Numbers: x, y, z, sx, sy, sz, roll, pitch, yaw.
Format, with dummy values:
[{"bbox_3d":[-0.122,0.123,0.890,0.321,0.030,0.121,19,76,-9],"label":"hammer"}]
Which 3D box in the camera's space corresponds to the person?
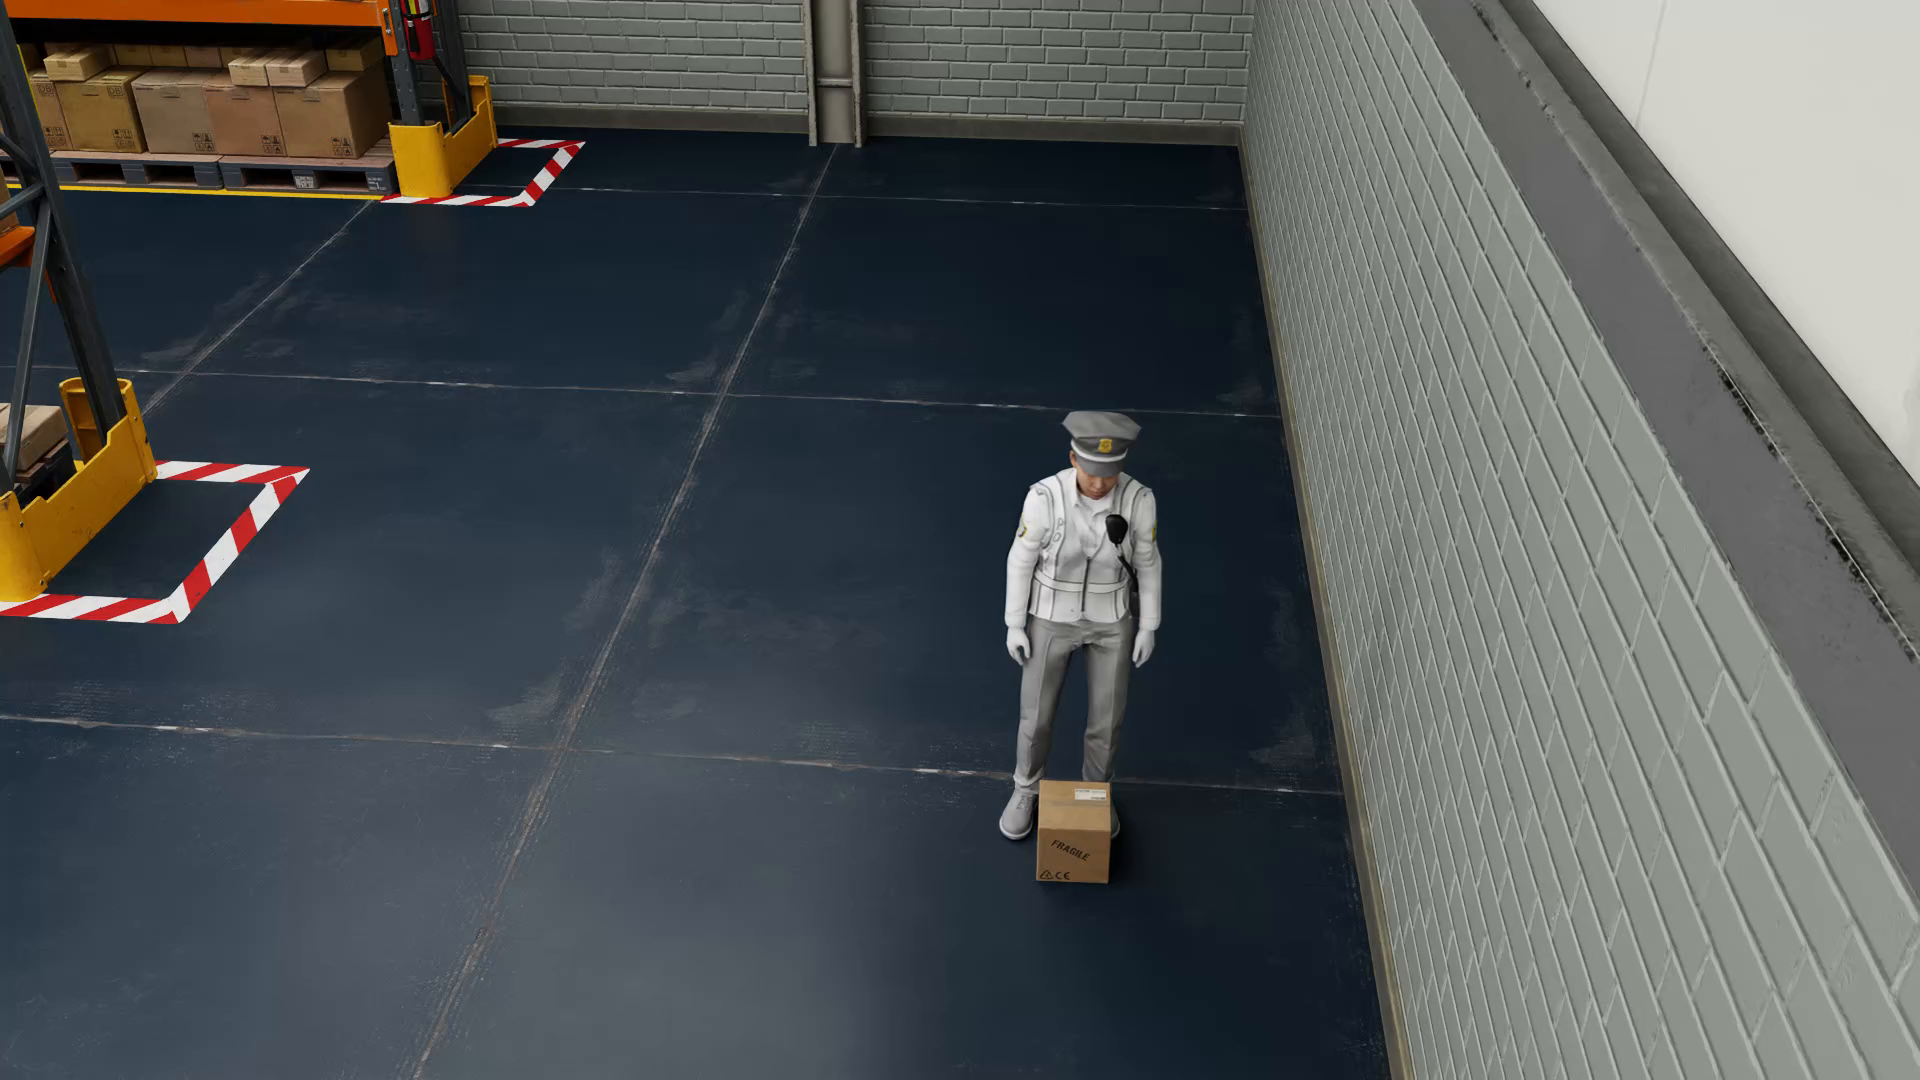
[{"bbox_3d":[0.414,0.296,5.663,0.537,1.662,0.373,1,32,1],"label":"person"}]
